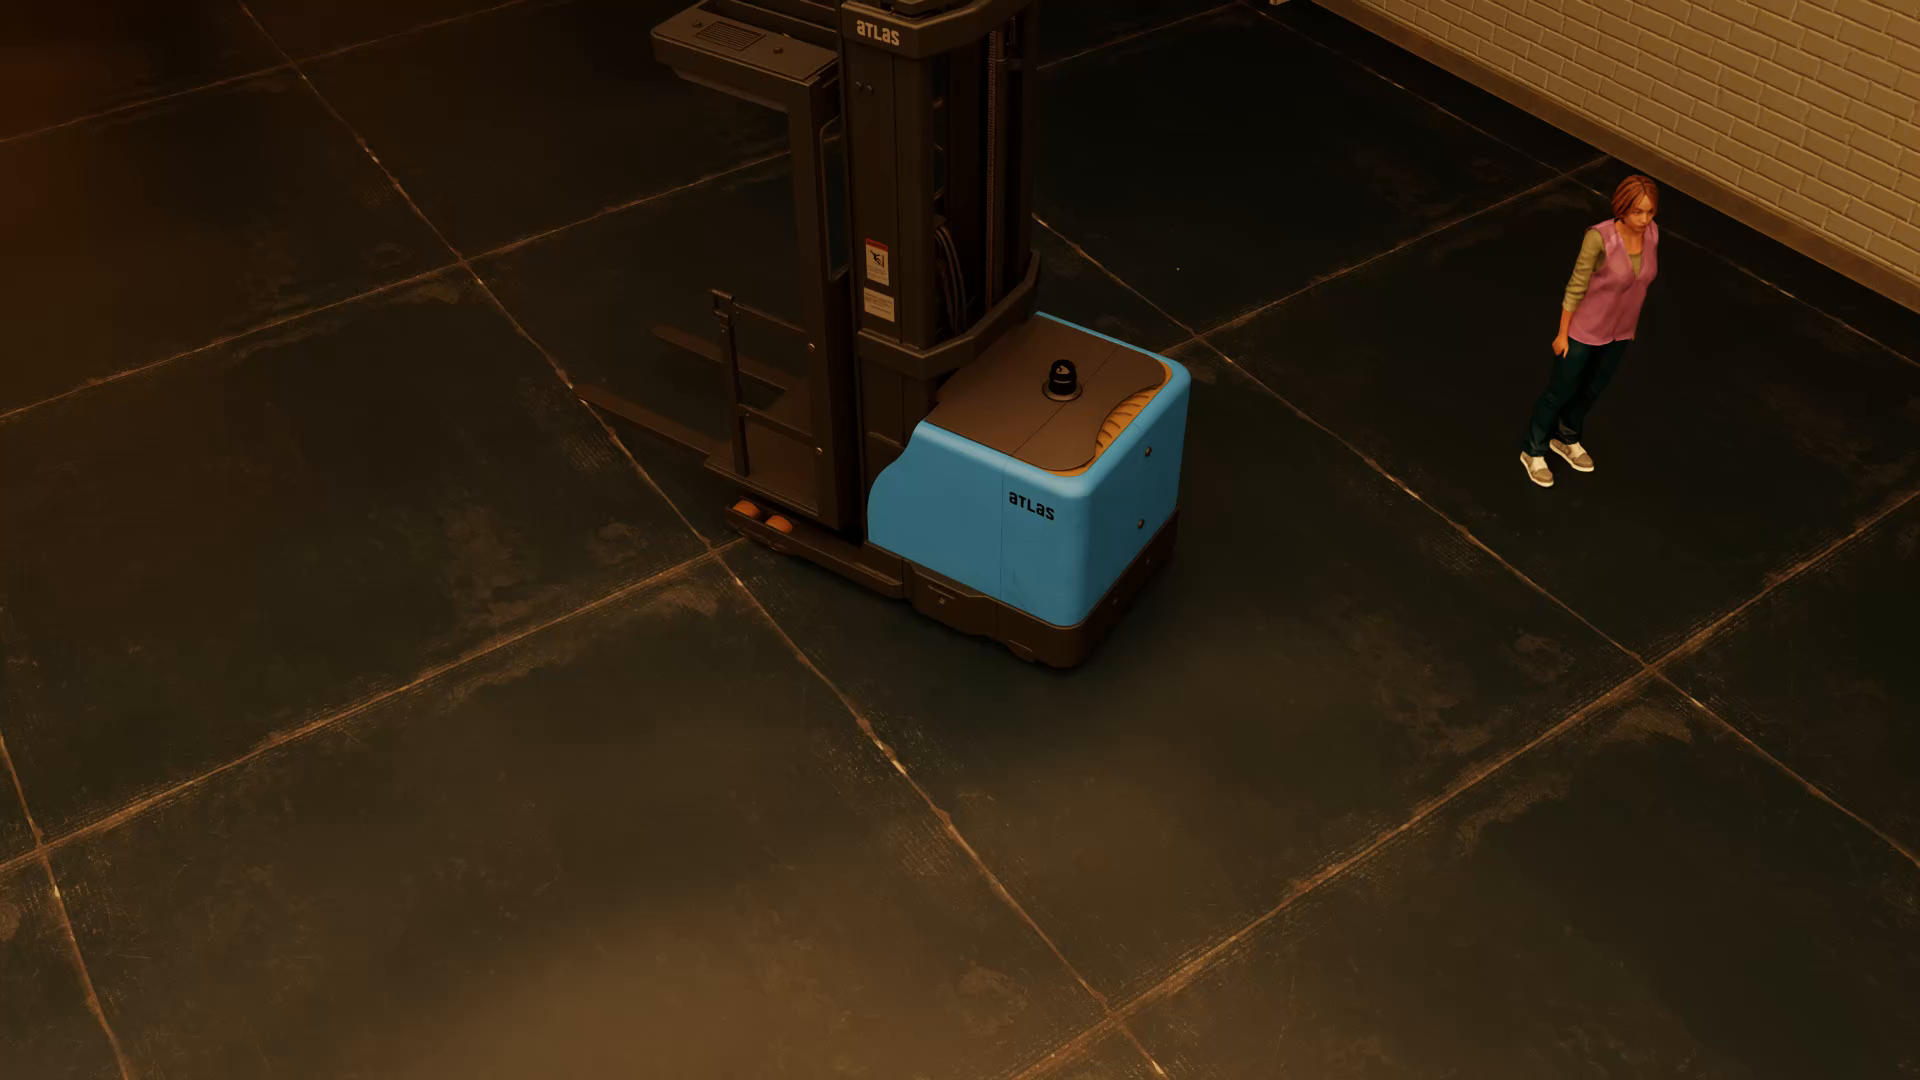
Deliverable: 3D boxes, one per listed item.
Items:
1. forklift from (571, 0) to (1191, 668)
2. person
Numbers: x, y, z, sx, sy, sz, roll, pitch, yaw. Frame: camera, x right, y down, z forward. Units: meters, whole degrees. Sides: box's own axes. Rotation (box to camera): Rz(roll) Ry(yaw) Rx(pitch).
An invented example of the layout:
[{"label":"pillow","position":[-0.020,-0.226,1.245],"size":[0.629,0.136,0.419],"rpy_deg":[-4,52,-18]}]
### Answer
[{"label":"forklift","position":[-0.511,-1.302,7.129],"size":[3.031,2.935,1.130],"rpy_deg":[24,48,24]},{"label":"person","position":[2.969,-0.972,7.753],"size":[0.431,1.603,0.323],"rpy_deg":[-14,45,-15]}]
